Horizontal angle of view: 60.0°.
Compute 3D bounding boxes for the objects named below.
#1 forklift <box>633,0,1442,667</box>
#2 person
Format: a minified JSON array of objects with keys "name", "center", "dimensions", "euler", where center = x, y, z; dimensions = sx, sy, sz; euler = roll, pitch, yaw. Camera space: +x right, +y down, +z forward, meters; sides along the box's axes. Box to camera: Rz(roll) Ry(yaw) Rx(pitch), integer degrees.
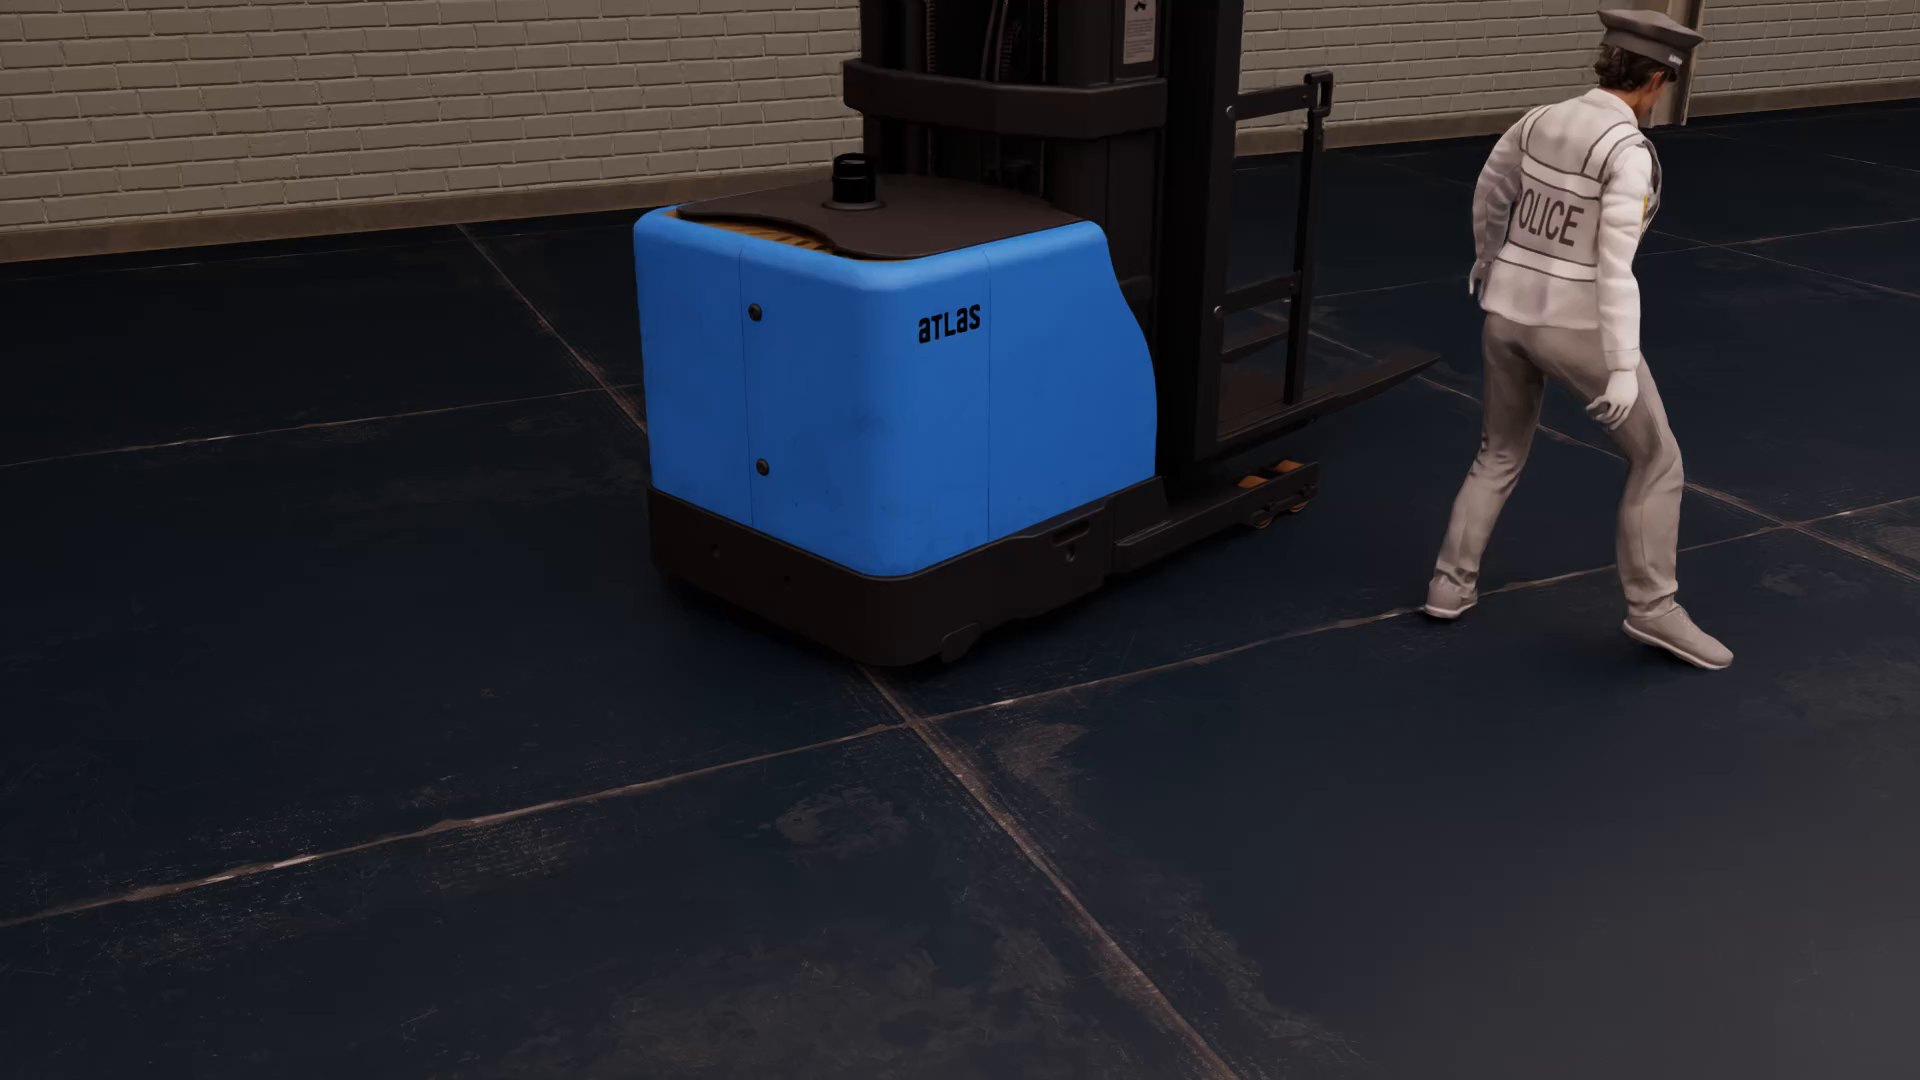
[{"name":"forklift","center":[0.502,-1.509,4.918],"dimensions":[1.130,2.935,3.031],"euler":[20,30,40]},{"name":"person","center":[1.570,-0.529,4.317],"dimensions":[0.561,1.619,0.965],"euler":[-10,25,-23]}]
